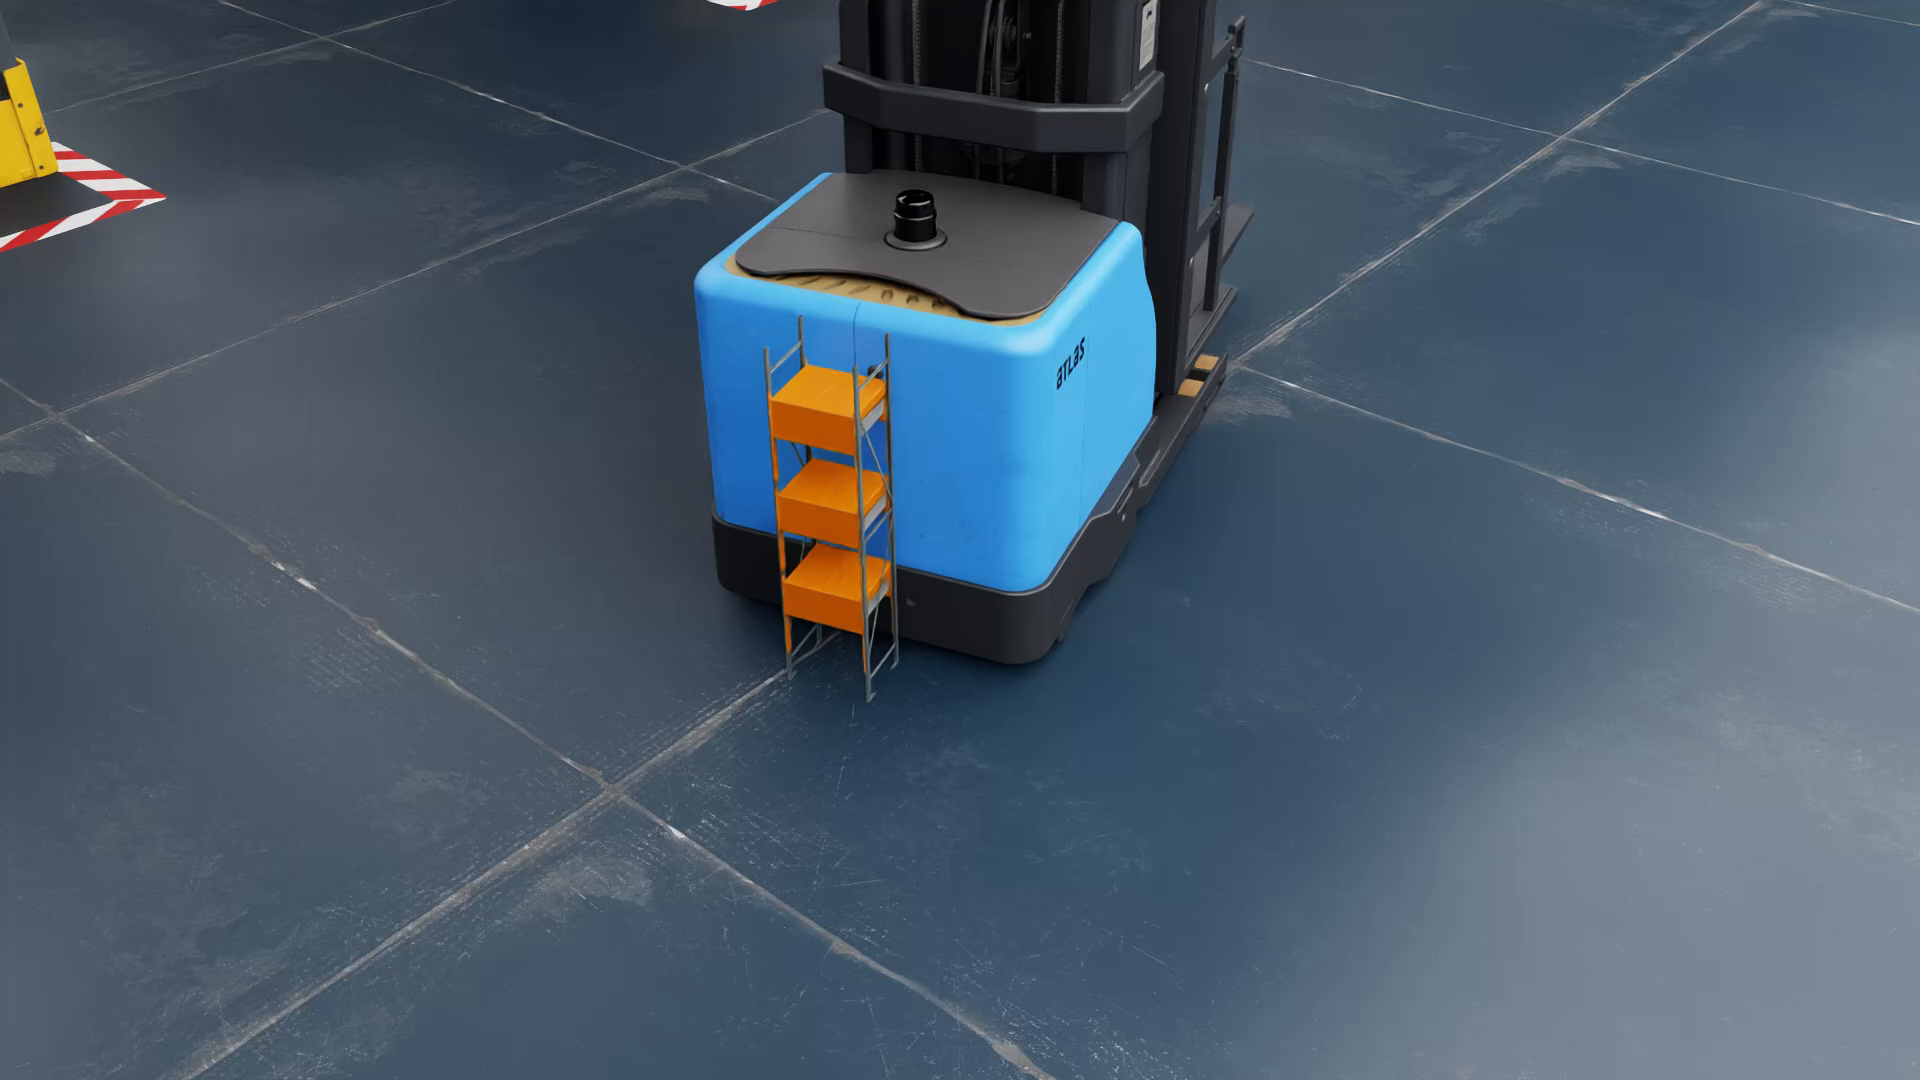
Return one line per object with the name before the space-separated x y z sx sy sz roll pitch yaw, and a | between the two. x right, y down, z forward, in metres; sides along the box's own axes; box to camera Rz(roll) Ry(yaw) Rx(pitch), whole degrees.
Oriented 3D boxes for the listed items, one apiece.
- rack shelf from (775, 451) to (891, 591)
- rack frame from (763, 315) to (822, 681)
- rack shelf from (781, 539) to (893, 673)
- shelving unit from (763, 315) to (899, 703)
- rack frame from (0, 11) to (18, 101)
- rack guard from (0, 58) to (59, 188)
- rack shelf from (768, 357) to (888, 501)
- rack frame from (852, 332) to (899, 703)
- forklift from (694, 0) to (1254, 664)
rack shelf | -0.329 -0.052 4.417 0.240 0.259 0.215 13 37 19
rack frame | -0.442 -0.088 4.450 0.008 1.050 0.200 13 37 19
rack shelf | -0.329 0.177 4.575 0.240 0.259 0.215 13 37 19
shelving unit | -0.329 -0.061 4.411 0.252 1.050 0.215 13 37 19
rack frame | -4.602 -2.766 6.629 0.127 3.000 1.000 25 42 32
rack guard | -4.691 -1.743 7.347 0.348 0.500 1.175 25 42 32
rack shelf | -0.329 -0.286 4.257 0.240 0.259 0.215 13 37 19
rack frame | -0.217 -0.034 4.372 0.008 1.050 0.200 13 37 19
forklift | 0.313 -1.690 5.121 1.130 2.935 3.031 13 37 19
